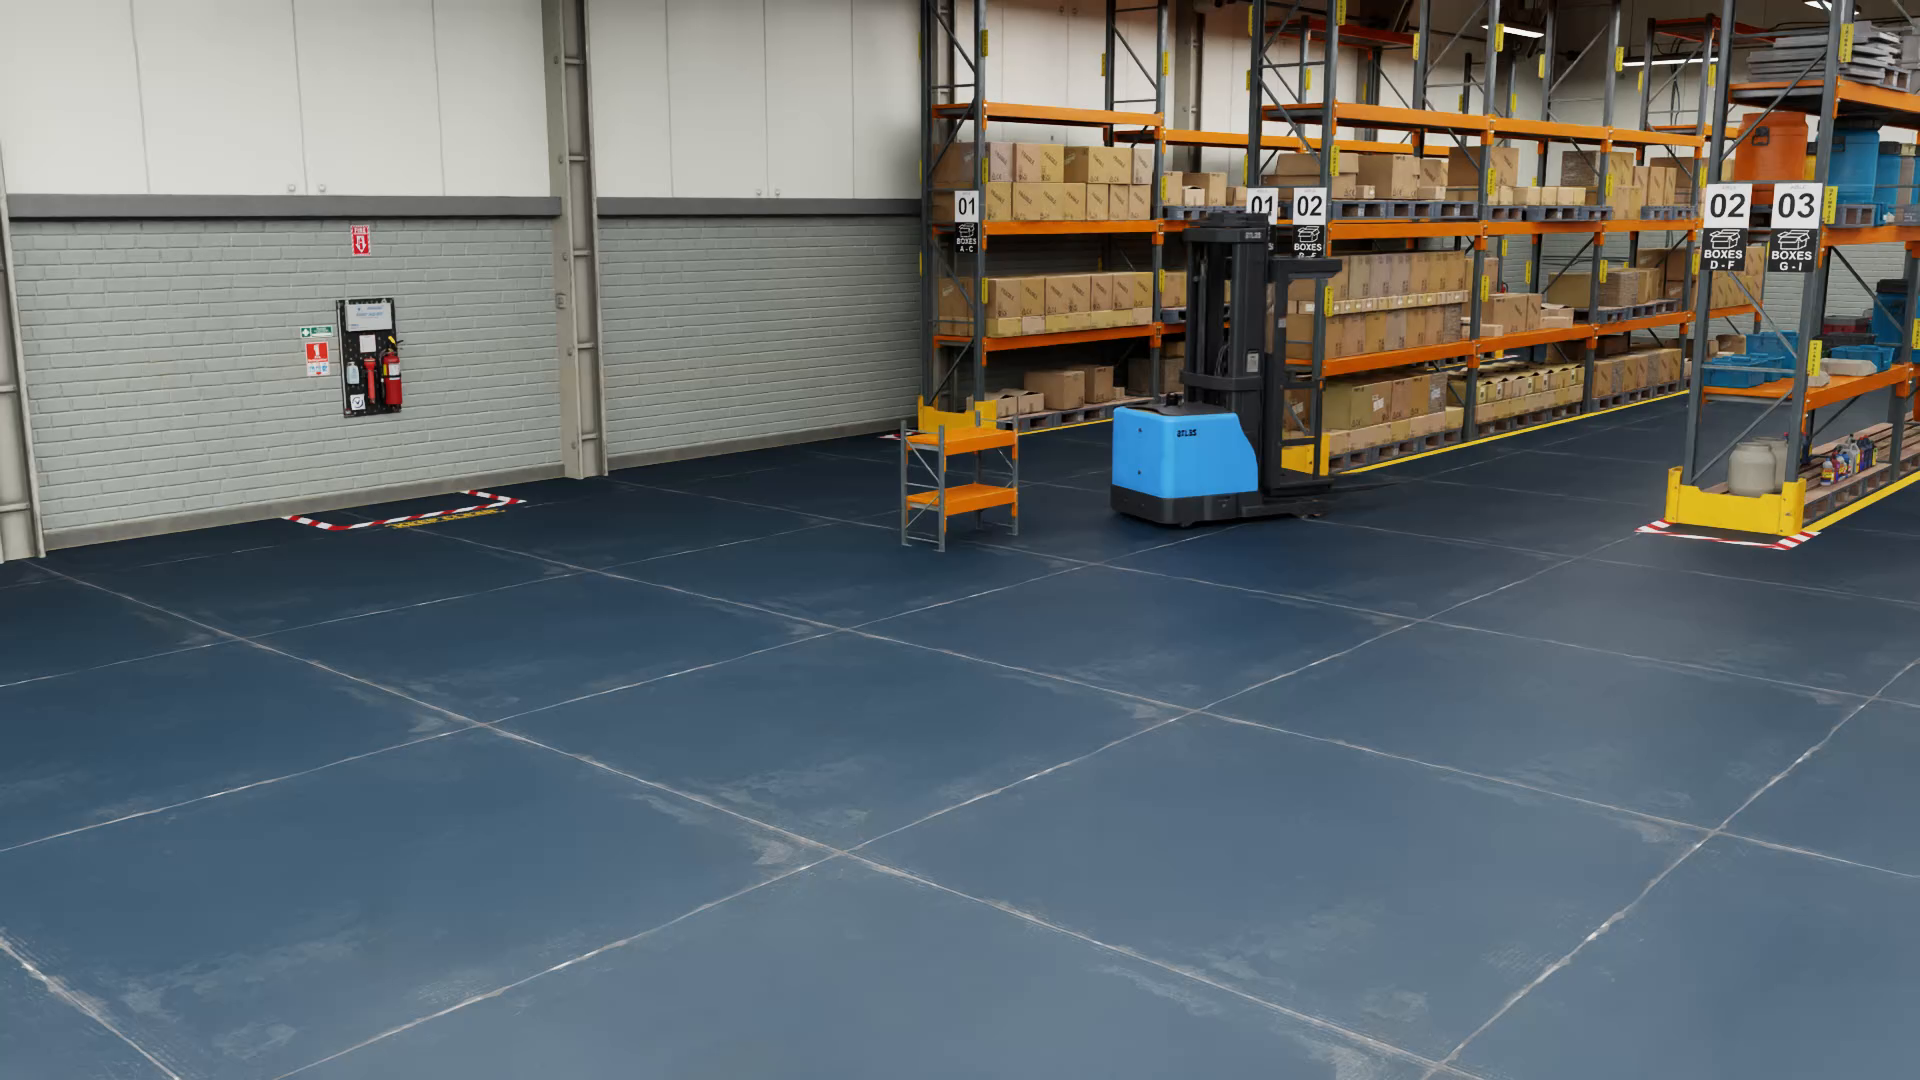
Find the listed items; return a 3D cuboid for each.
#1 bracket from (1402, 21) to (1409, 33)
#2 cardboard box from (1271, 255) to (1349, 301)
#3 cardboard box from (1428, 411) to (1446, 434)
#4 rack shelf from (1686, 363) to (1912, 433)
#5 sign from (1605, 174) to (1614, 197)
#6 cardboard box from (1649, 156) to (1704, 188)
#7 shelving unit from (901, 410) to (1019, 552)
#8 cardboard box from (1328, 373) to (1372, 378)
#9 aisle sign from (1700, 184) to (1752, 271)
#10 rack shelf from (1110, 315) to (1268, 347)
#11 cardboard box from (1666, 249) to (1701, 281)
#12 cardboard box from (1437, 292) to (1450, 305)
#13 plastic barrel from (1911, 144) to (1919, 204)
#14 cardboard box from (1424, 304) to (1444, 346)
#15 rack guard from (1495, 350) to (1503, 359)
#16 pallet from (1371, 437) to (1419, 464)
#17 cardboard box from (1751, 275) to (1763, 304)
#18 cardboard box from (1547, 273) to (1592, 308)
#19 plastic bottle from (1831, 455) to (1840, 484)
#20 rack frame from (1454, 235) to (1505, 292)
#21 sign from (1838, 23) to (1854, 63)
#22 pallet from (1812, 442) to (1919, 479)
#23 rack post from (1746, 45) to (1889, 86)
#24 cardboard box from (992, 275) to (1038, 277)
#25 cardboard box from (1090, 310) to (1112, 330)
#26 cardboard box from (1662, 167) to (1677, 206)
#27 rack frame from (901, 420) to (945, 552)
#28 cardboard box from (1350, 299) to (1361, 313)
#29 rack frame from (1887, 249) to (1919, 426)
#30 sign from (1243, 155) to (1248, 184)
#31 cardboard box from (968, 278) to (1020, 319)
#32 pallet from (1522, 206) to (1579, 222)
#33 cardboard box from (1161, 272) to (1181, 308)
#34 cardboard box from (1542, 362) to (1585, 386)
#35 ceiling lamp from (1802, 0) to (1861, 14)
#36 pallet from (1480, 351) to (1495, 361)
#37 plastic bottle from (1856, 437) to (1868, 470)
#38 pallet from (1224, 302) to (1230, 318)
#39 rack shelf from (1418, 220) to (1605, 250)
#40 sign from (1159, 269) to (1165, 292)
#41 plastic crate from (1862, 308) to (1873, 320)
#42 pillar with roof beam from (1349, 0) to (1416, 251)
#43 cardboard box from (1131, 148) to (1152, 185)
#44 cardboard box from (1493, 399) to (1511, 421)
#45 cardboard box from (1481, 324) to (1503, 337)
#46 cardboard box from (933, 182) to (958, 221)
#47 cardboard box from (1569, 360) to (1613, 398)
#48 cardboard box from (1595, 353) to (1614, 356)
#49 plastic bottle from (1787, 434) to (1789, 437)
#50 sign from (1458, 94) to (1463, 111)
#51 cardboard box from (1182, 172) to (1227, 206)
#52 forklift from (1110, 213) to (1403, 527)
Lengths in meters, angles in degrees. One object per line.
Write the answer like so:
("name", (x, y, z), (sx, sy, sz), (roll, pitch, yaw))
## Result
("bracket", (8.182, -9.569, 30.953), (0.235, 0.232, 0.430), (10, 15, 40))
("cardboard box", (3.984, -2.986, 18.936), (0.700, 0.500, 0.500), (10, 15, 41))
("cardboard box", (5.793, -1.503, 21.028), (0.500, 0.250, 0.500), (10, 15, 40))
("rack shelf", (8.670, -1.527, 17.033), (1.077, 0.370, 4.000), (10, 15, 40))
("sign", (9.324, -5.093, 23.874), (0.100, 0.325, 0.005), (10, 15, 40))
("cardboard box", (11.845, -6.078, 27.519), (0.700, 0.500, 0.500), (10, 15, 40))
("shelving unit", (0.004, -0.553, 15.106), (0.538, 1.125, 1.048), (10, 15, 40))
("cardboard box", (4.742, -1.791, 20.554), (0.500, 0.500, 0.500), (10, 15, 40))
("aisle sign", (7.079, -2.888, 15.374), (0.394, 0.787, 0.004), (10, 15, 40))
("rack shelf", (3.869, -3.396, 26.392), (1.077, 0.370, 4.000), (10, 15, 40))
("cardboard box", (12.075, -4.564, 27.595), (0.500, 0.500, 0.500), (10, 15, 42))
("cardboard box", (5.918, -3.039, 20.857), (0.380, 0.149, 0.250), (9, 15, 39))
("plastic barrel", (11.026, -4.186, 19.571), (0.600, 0.901, 0.708), (10, 15, 40))
("cardboard box", (5.640, -2.719, 20.911), (0.700, 0.500, 0.500), (10, 15, 40))
("rack guard", (10.486, -3.998, 33.951), (1.175, 0.500, 0.348), (10, 15, 40))
("pallet", (4.910, -1.155, 20.456), (1.003, 0.211, 1.213), (10, 15, 40))
("cardboard box", (14.102, -4.528, 29.968), (0.500, 0.500, 0.500), (10, 15, 42))
("cardboard box", (9.243, -3.765, 25.077), (0.700, 0.500, 0.500), (4, 12, 21))
("plastic bottle", (8.944, -0.726, 17.001), (0.061, 0.283, 0.133), (10, 15, 41))
("rack frame", (10.470, -5.220, 33.688), (1.000, 3.000, 0.127), (10, 15, 40))
("sign", (7.760, -4.353, 14.563), (0.100, 0.325, 0.005), (10, 15, 40))
("pallet", (10.480, -0.927, 19.312), (1.003, 0.211, 1.213), (10, 15, 40))
("rack post", (7.944, -4.377, 15.425), (0.954, 0.300, 0.937), (-10, 15, -41))
("cardboard box", (0.737, -3.416, 23.074), (0.500, 0.500, 0.500), (9, 15, 39))
("cardboard box", (1.808, -3.134, 23.574), (0.500, 0.250, 0.500), (10, 15, 40))
("cardboard box", (11.165, -5.702, 26.860), (0.600, 0.600, 0.600), (8, 14, 35))
("rack frame", (-0.331, -0.478, 14.732), (0.500, 1.125, 0.032), (10, 15, 40))
("cardboard box", (4.390, -2.699, 19.154), (0.380, 0.149, 0.250), (10, 15, 41))
("rack frame", (12.631, -2.762, 21.382), (1.000, 3.000, 0.127), (10, 15, 40))
("sign", (3.233, -4.165, 18.687), (0.100, 0.325, 0.005), (10, 15, 40))
("cardboard box", (0.449, -3.201, 21.999), (0.500, 0.500, 0.500), (10, 15, 40))
("pallet", (7.796, -4.505, 22.932), (1.003, 0.211, 1.213), (11, 16, 43))
("cardboard box", (2.910, -3.790, 25.149), (0.700, 0.500, 0.500), (10, 15, 41))
("cardboard box", (8.752, -2.427, 24.219), (0.500, 0.311, 0.500), (10, 15, 42))
("ceiling lamp", (13.029, -9.323, 24.012), (0.800, 3.185, 2.000), (10, 15, 40))
("pallet", (10.001, -3.725, 33.322), (1.003, 0.211, 1.213), (10, 15, 40))
("plastic bottle", (9.655, -0.930, 17.850), (0.144, 0.351, 0.185), (9, 14, 38))
("pallet", (3.913, -3.652, 26.329), (1.003, 0.211, 1.213), (10, 15, 40))
("rack shelf", (7.592, -4.227, 22.895), (1.077, 0.370, 4.000), (10, 15, 40))
("sign", (2.961, -3.810, 24.418), (0.100, 0.325, 0.005), (10, 15, 40))
("plastic crate", (11.334, -2.595, 20.384), (0.402, 0.464, 0.583), (10, 15, 40))
("pillar with roof beam", (10.875, -7.232, 28.443), (9.100, 9.000, 0.548), (10, 15, 40))
("cardboard box", (2.421, -5.366, 23.901), (0.500, 0.500, 0.500), (8, 14, 36))
("cardboard box", (7.063, -1.775, 22.385), (0.500, 0.250, 0.500), (10, 15, 42))
("cardboard box", (7.010, -2.795, 22.190), (0.380, 0.149, 0.250), (10, 15, 40))
("cardboard box", (-0.007, -4.490, 22.068), (0.500, 0.500, 0.500), (-11, 16, -43))
("cardboard box", (9.428, -2.423, 24.943), (0.500, 0.500, 0.500), (11, 15, 43))
("cardboard box", (10.037, -2.715, 26.405), (0.500, 0.500, 0.500), (9, 14, 38))
("plastic bottle", (9.146, -1.025, 18.326), (0.144, 0.351, 0.185), (10, 15, 42))
("sign", (10.057, -8.770, 33.357), (0.100, 0.325, 0.005), (10, 15, 40))
("cardboard box", (3.783, -5.432, 25.763), (0.500, 0.500, 0.500), (9, 14, 38))
("forklift", (3.037, -1.735, 16.417), (3.031, 2.935, 1.130), (-6, 13, -26))
